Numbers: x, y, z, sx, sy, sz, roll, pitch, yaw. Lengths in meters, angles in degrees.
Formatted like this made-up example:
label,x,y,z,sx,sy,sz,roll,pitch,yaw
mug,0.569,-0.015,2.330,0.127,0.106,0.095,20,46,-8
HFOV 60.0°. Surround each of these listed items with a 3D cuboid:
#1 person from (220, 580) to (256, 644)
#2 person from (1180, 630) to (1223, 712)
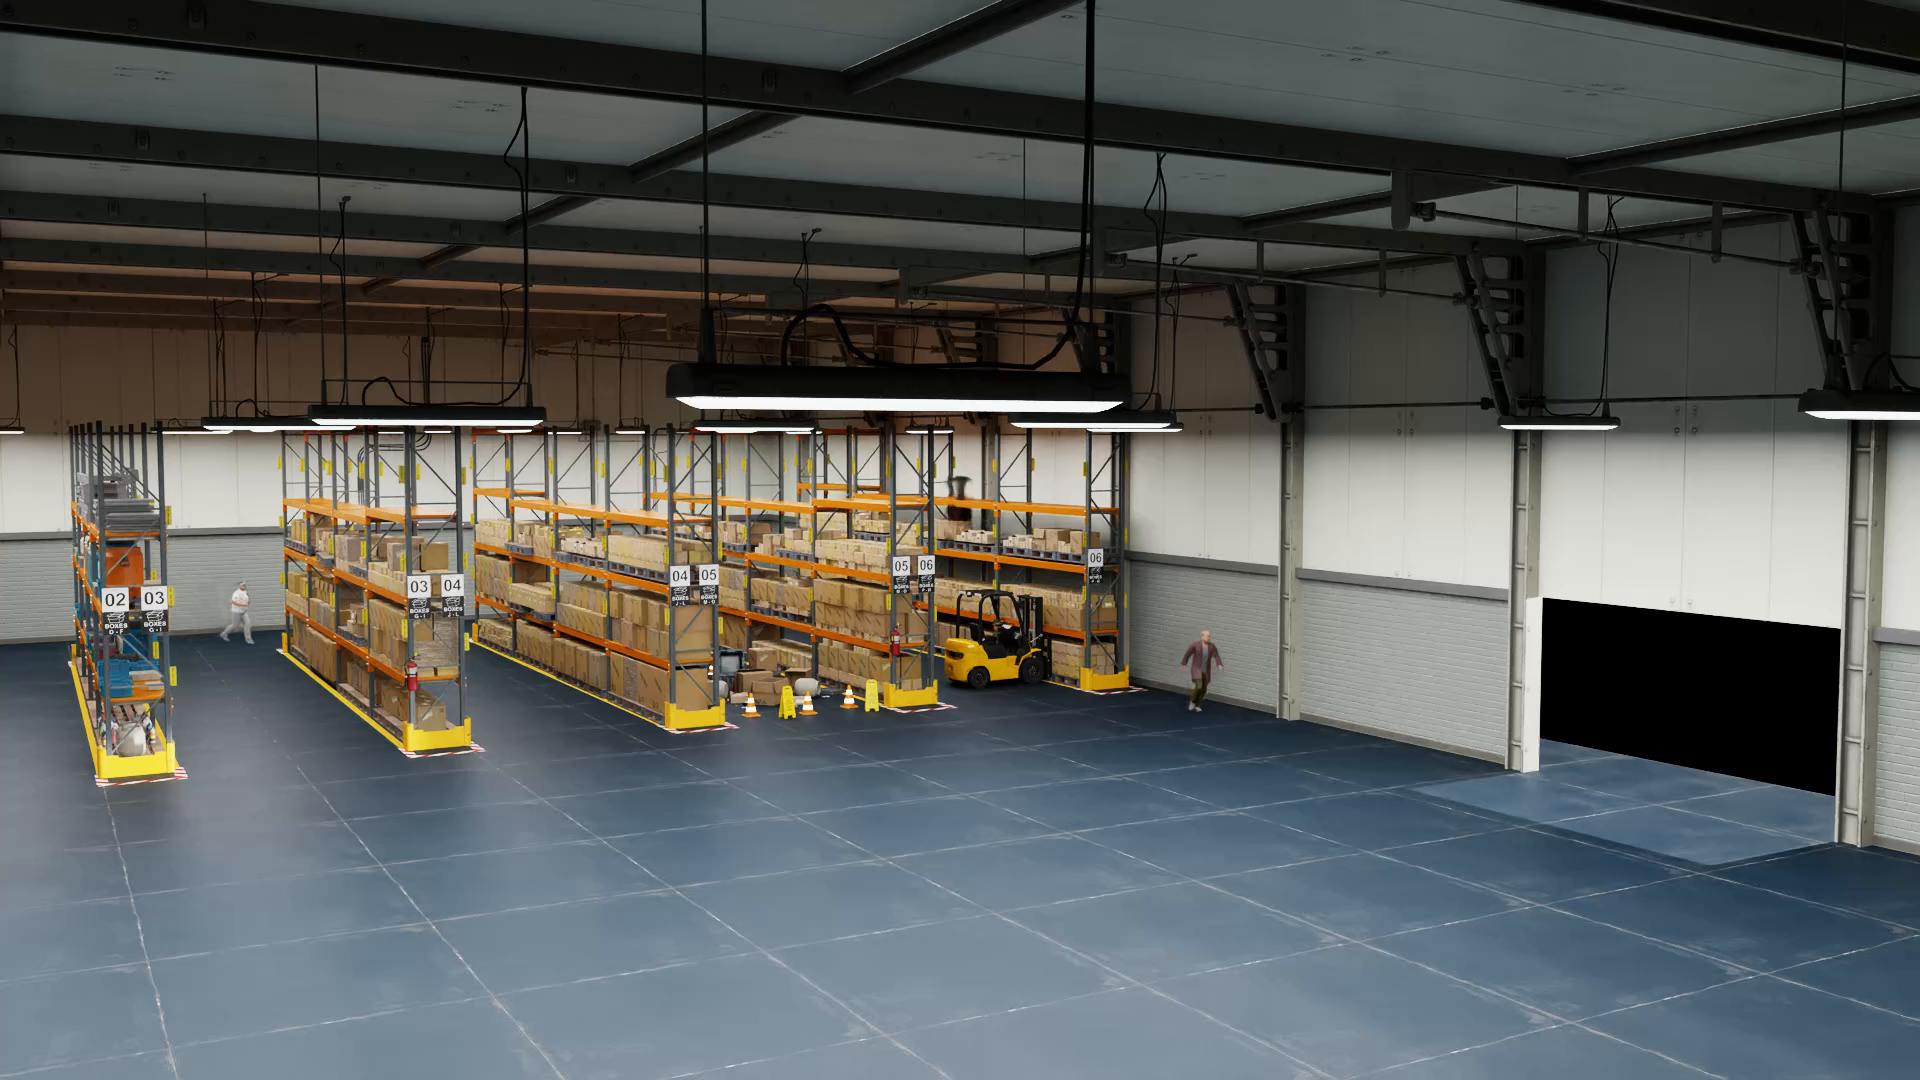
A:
label,x,y,z,sx,sy,sz,roll,pitch,yaw
person,-20.026,1.999,46.111,0.975,1.781,0.631,0,4,6
person,5.031,2.719,34.382,0.704,1.724,0.821,-1,4,-18
